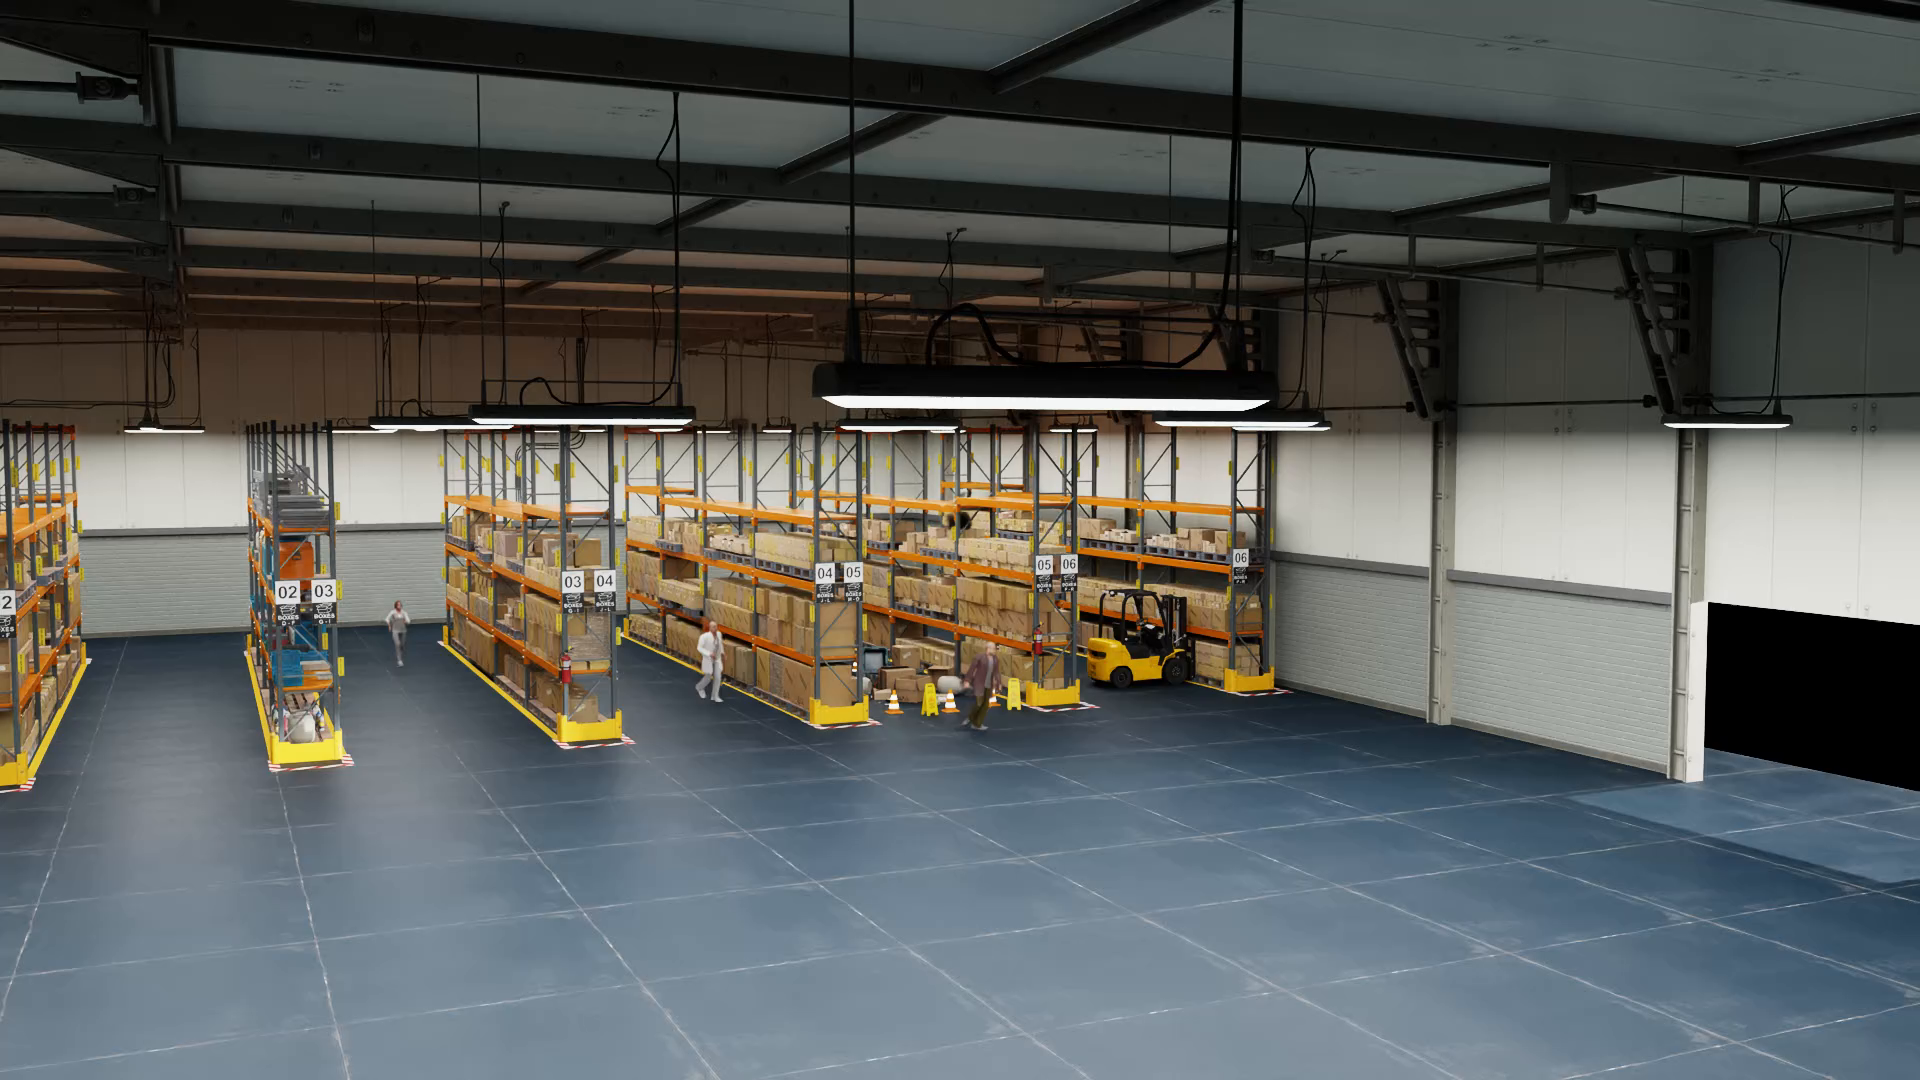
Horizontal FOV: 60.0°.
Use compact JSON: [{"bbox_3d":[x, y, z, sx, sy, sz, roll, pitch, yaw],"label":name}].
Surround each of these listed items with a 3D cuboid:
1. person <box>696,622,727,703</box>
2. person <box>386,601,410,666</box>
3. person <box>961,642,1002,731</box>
[{"bbox_3d":[-5.411,2.612,35.909,0.699,1.741,0.900,-3,4,-36],"label":"person"},{"bbox_3d":[-13.994,2.310,41.466,0.543,1.592,0.888,-2,4,-32],"label":"person"},{"bbox_3d":[0.425,2.835,32.348,0.744,1.746,0.557,-2,4,-35],"label":"person"}]
